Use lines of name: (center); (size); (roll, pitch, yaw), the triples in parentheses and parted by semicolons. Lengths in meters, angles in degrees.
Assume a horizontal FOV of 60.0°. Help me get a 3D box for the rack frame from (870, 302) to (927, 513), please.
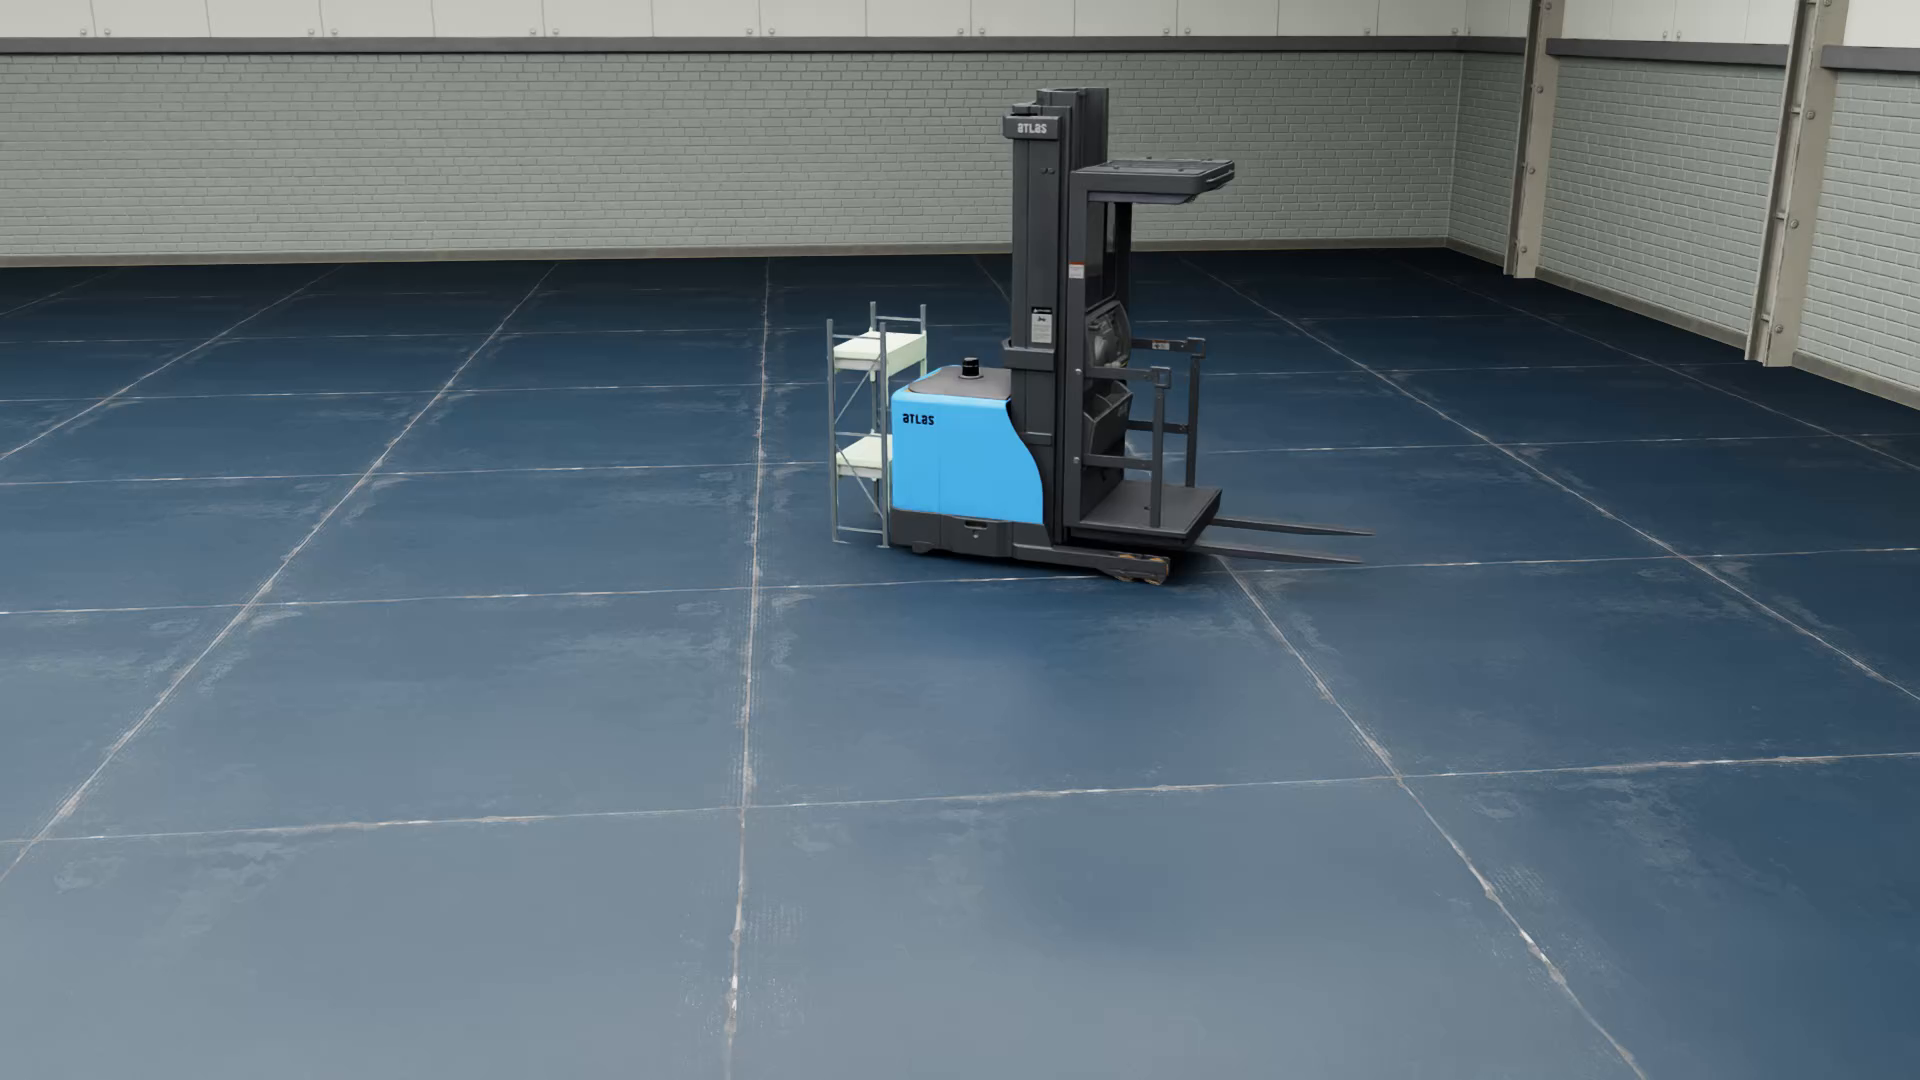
rack frame: (-0.421, -0.891, 11.510); (0.400, 1.500, 0.023); (6, 18, 19)

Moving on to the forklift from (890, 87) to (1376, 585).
forklift: (1.118, -1.300, 10.426); (3.031, 2.935, 1.130); (6, 18, 19)

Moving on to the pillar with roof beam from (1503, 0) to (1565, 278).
pillar with roof beam: (3.338, -7.756, 20.857); (9.100, 9.000, 0.400); (-2, 18, -6)

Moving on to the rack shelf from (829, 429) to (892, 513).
rack shelf: (-0.542, -0.476, 11.278); (0.431, 0.370, 0.720); (6, 18, 19)

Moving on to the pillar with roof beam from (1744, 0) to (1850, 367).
pillar with roof beam: (3.957, -5.968, 15.163); (9.100, 9.000, 0.400); (-2, 18, -6)

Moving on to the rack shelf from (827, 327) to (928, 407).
rack shelf: (-0.542, -1.160, 11.064); (0.431, 0.370, 0.720); (6, 18, 19)

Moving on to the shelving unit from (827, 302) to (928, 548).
shelving unit: (-0.542, -0.787, 11.181); (0.431, 1.500, 0.755); (6, 18, 19)

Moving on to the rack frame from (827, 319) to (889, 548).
rack frame: (-0.664, -0.684, 10.851); (0.400, 1.500, 0.023); (6, 18, 19)
